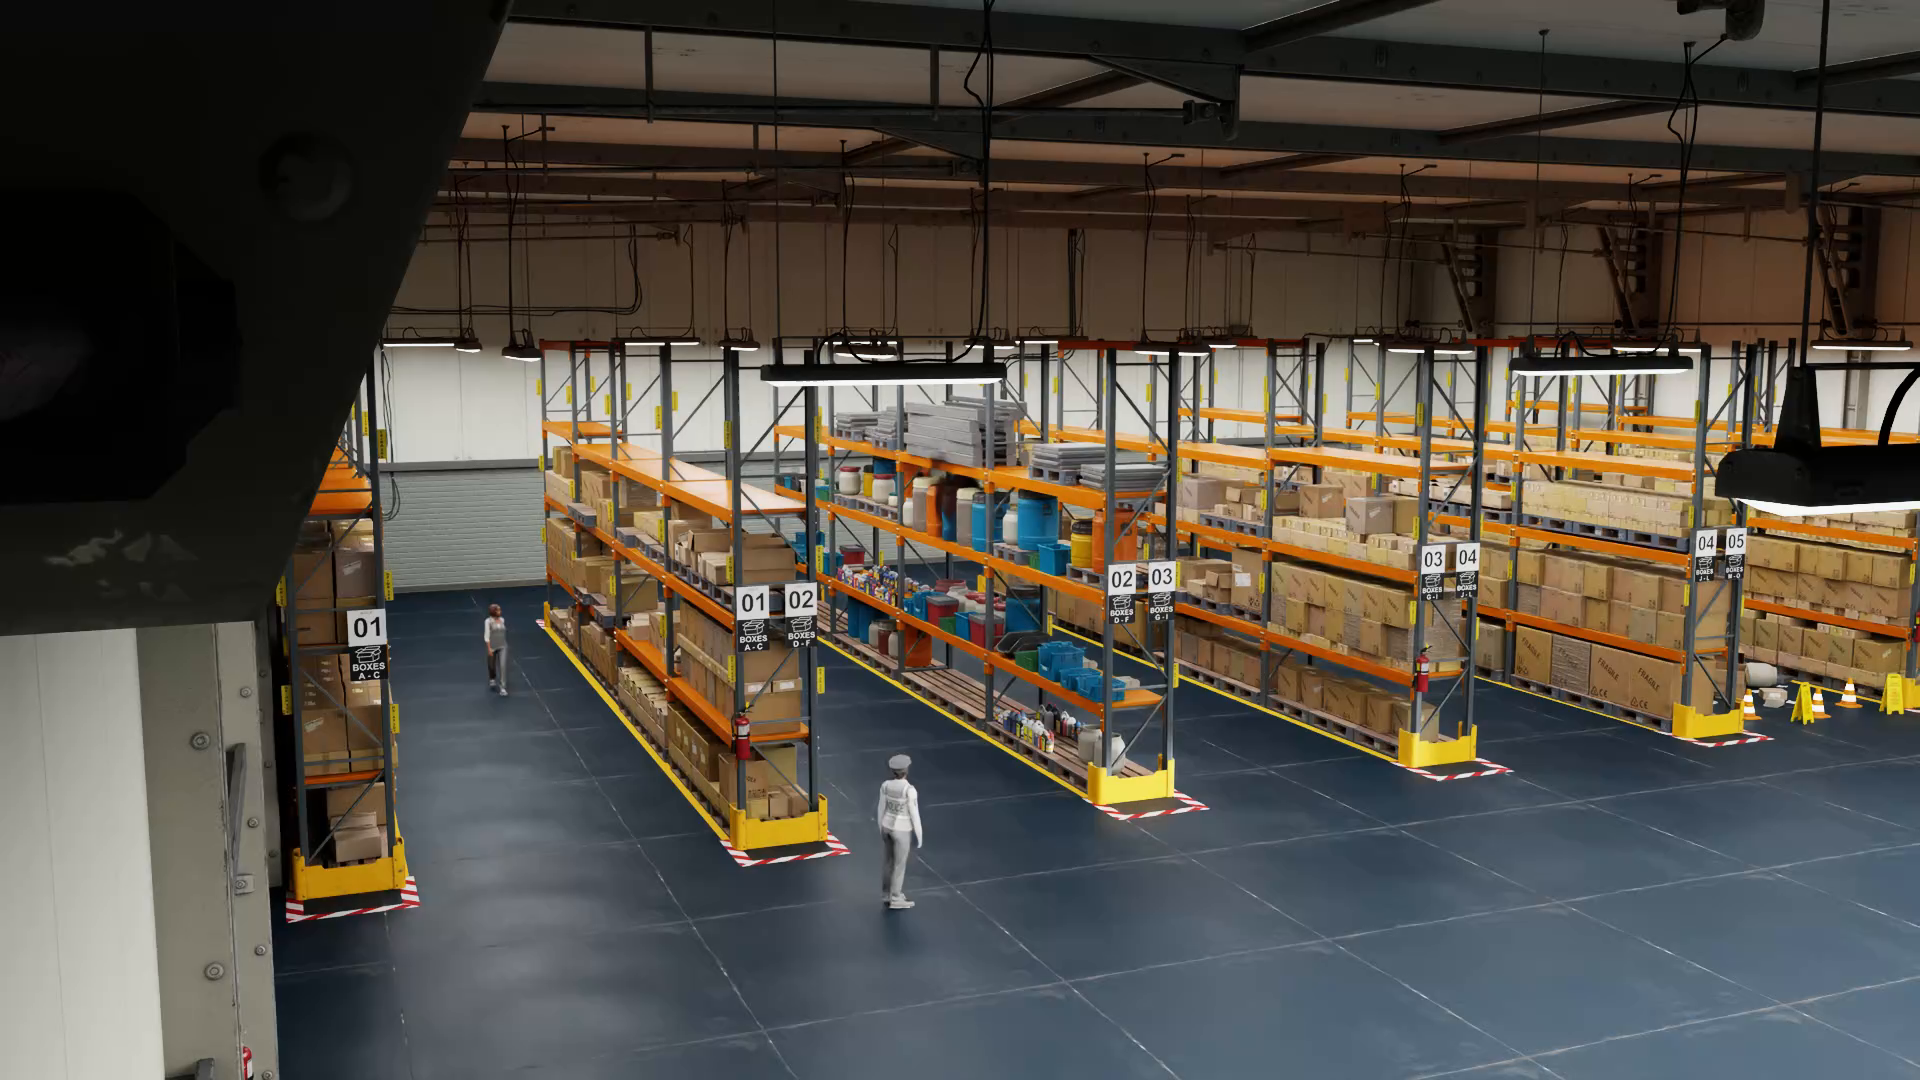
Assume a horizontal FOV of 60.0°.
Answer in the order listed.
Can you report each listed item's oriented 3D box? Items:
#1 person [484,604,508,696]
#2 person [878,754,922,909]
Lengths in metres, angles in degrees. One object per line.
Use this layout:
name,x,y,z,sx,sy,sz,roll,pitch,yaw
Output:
person,-7.965,1.851,28.545,0.388,1.550,0.865,-2,8,-18
person,-0.646,3.164,18.071,0.383,1.693,0.536,-6,10,-40
